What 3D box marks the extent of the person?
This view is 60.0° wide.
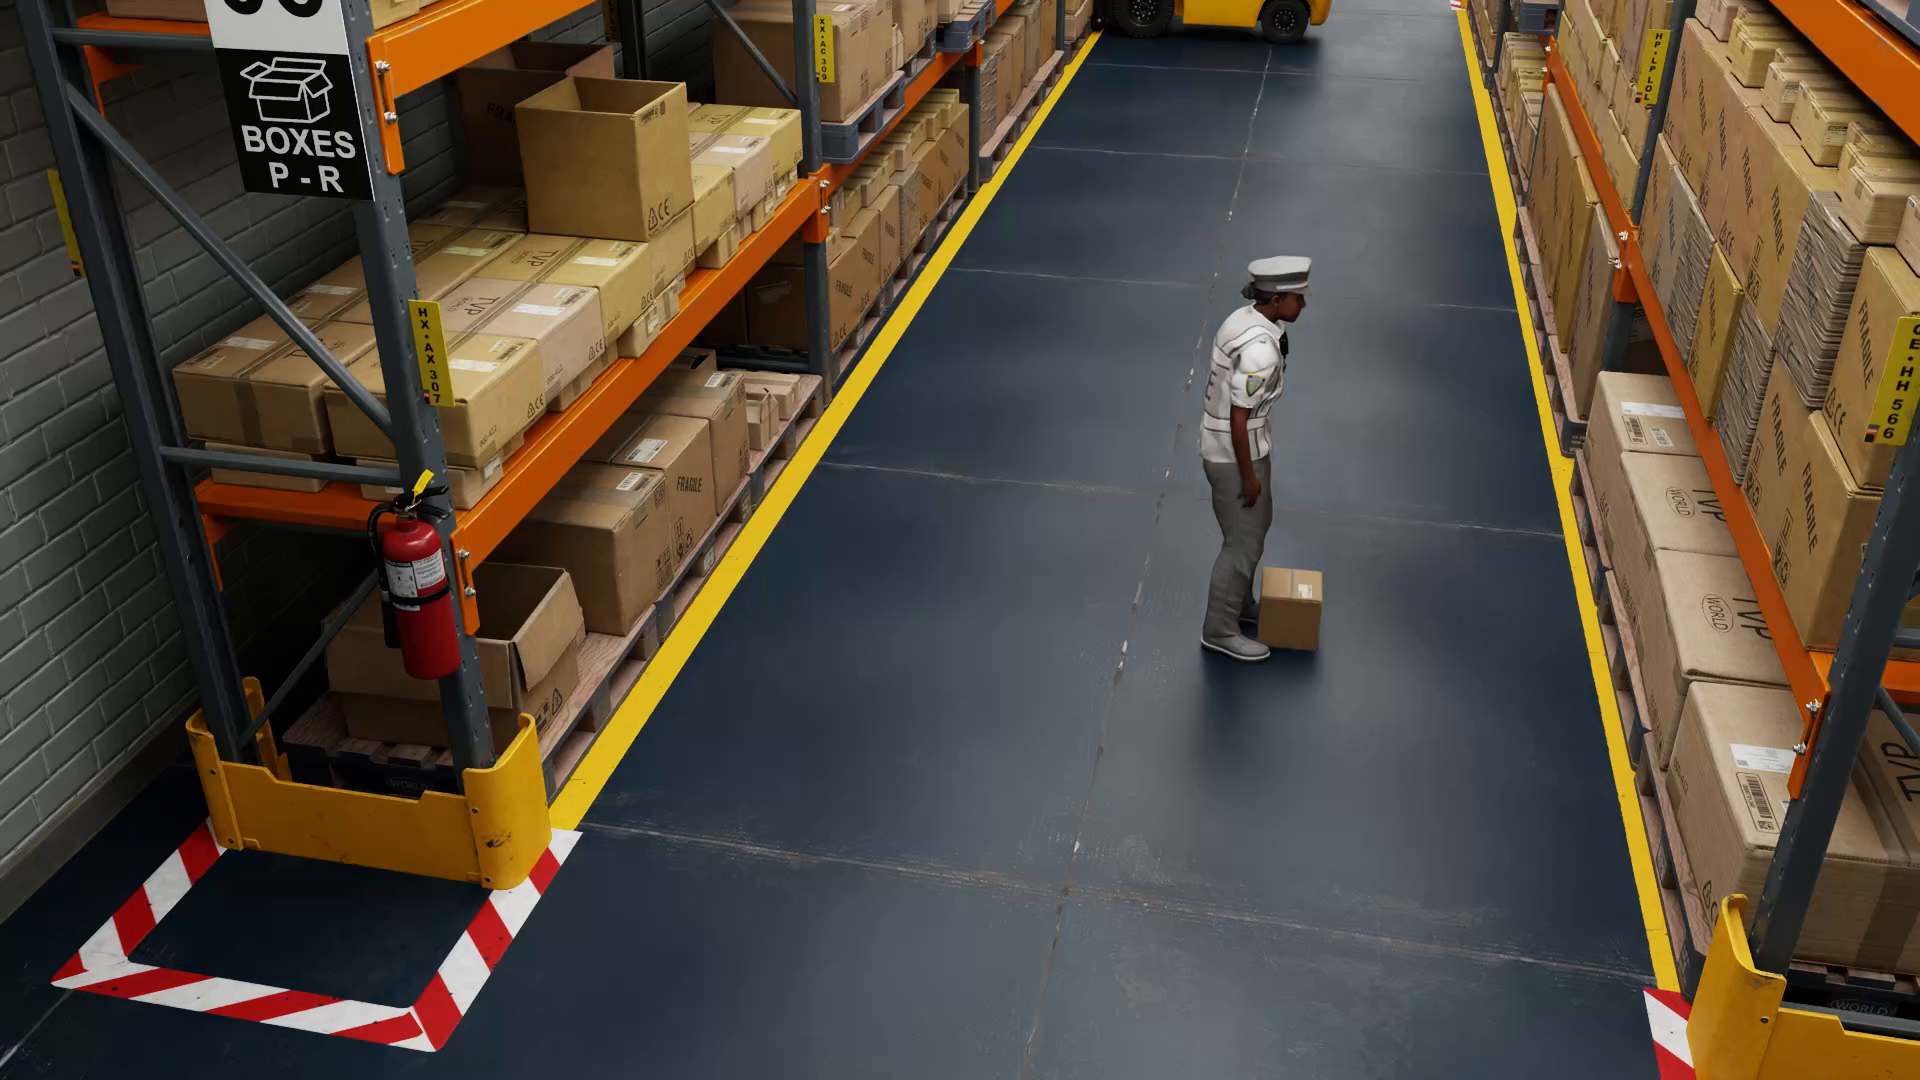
[{"bbox_3d":[1.176,-0.340,6.743,0.426,1.655,0.515,5,29,8],"label":"person"}]
